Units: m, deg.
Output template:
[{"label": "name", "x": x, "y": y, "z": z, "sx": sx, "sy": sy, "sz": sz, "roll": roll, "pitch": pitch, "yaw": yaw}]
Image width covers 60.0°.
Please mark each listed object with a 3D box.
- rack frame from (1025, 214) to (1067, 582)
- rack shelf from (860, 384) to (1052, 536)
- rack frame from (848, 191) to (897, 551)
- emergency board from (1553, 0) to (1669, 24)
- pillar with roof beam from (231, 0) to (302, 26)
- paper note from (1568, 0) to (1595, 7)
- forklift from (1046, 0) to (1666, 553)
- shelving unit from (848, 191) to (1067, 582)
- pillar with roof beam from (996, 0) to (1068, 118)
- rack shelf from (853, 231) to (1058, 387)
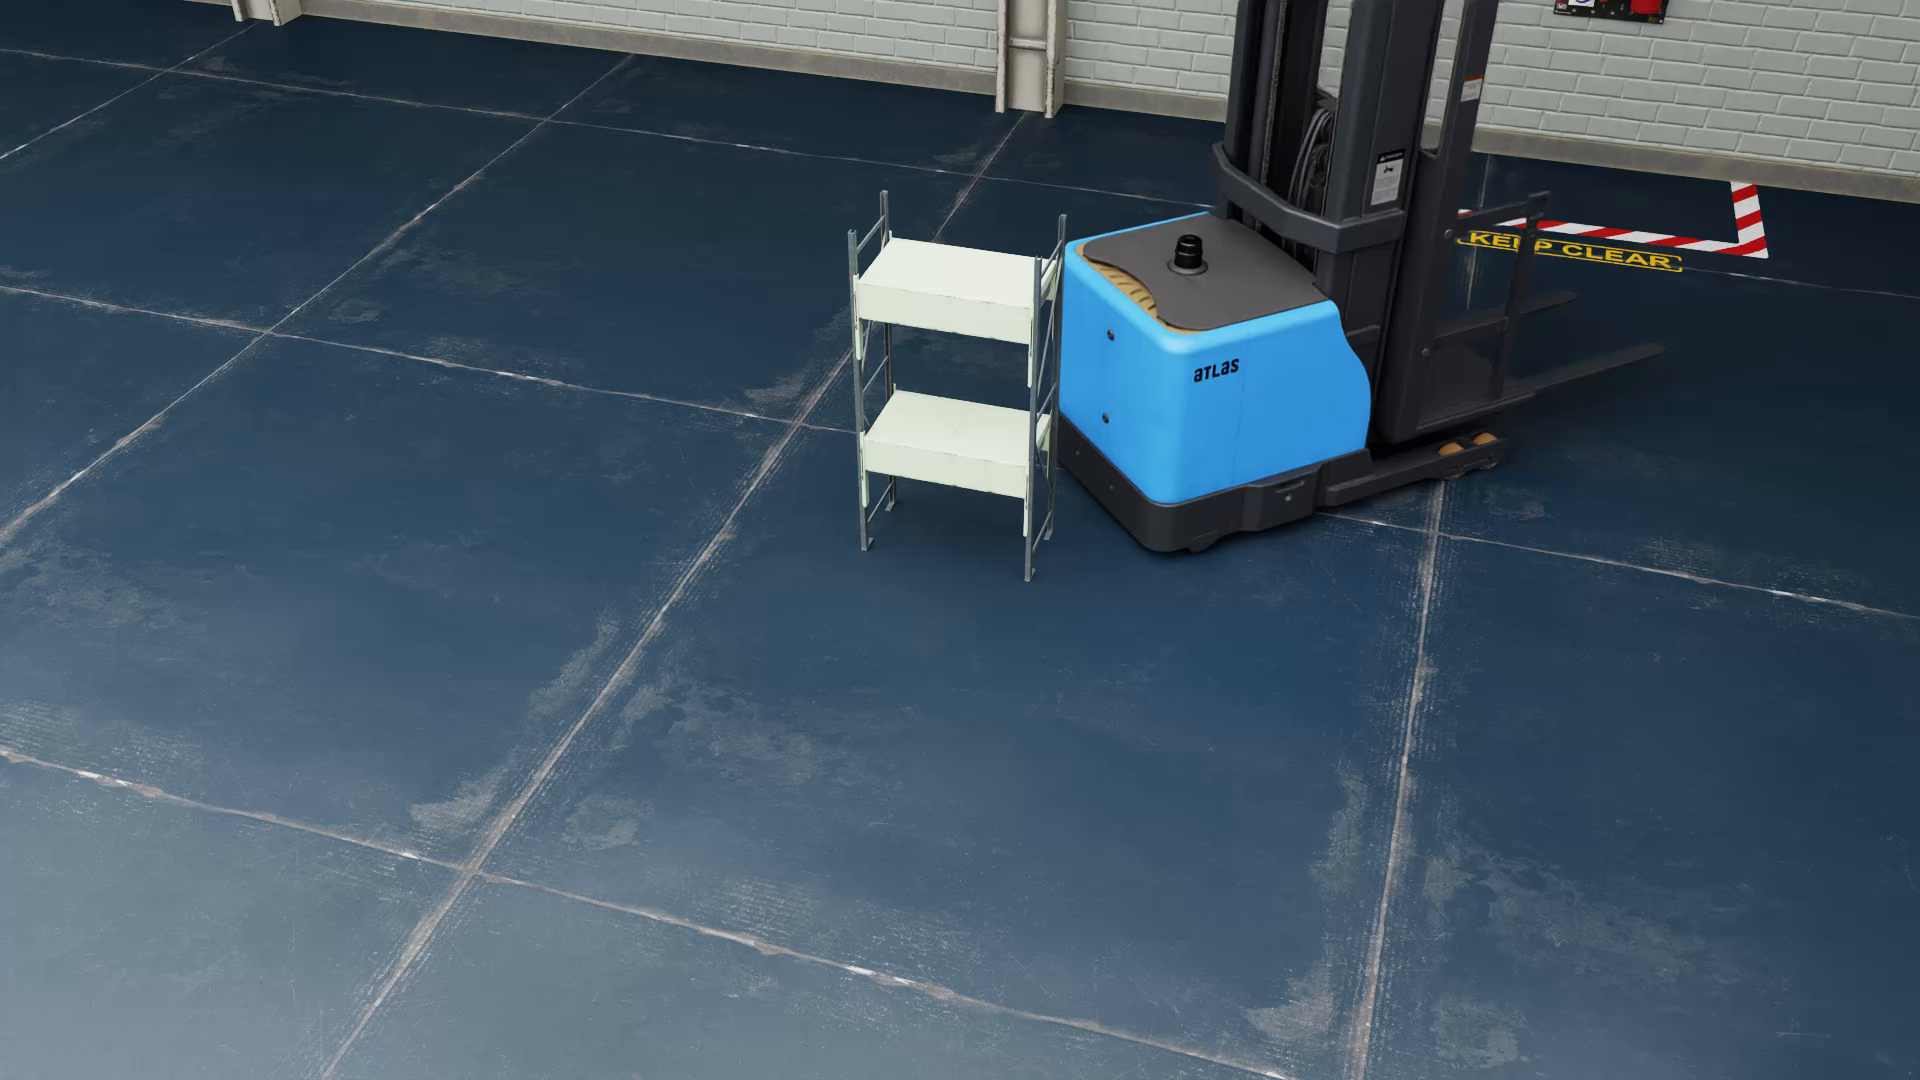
[{"label": "rack frame", "x": 0.343, "y": -0.541, "z": 6.719, "sx": 0.023, "sy": 1.500, "sz": 0.400, "roll": 10, "pitch": 38, "yaw": 14}, {"label": "rack shelf", "x": -0.006, "y": -0.343, "z": 7.000, "sx": 0.720, "sy": 0.370, "sz": 0.431, "roll": 10, "pitch": 38, "yaw": 14}, {"label": "rack frame", "x": -0.356, "y": -0.670, "z": 6.895, "sx": 0.023, "sy": 1.500, "sz": 0.400, "roll": 10, "pitch": 38, "yaw": 14}, {"label": "emergency board", "x": 3.852, "y": -3.533, "z": 9.520, "sx": 0.643, "sy": 1.169, "sz": 0.194, "roll": 10, "pitch": 38, "yaw": 14}, {"label": "pillar with roof beam", "x": -6.538, "y": -5.176, "z": 6.692, "sx": 0.400, "sy": 9.000, "sz": 9.100, "roll": 10, "pitch": 38, "yaw": 14}, {"label": "paper note", "x": 3.704, "y": -3.249, "z": 9.877, "sx": 0.142, "sy": 0.148, "sz": 0.016, "roll": 10, "pitch": 38, "yaw": 14}, {"label": "forklift", "x": 1.953, "y": -1.721, "z": 7.116, "sx": 3.031, "sy": 2.935, "sz": 1.130, "roll": -16, "pitch": 39, "yaw": -21}, {"label": "shelving unit", "x": -0.006, "y": -0.605, "z": 6.807, "sx": 0.755, "sy": 1.500, "sz": 0.431, "roll": 10, "pitch": 38, "yaw": 14}, {"label": "pillar with roof beam", "x": -0.811, "y": -4.116, "z": 5.251, "sx": 0.400, "sy": 9.000, "sz": 9.100, "roll": 10, "pitch": 38, "yaw": 14}, {"label": "rack shelf", "x": -0.006, "y": -0.919, "z": 6.576, "sx": 0.720, "sy": 0.370, "sz": 0.431, "roll": 10, "pitch": 38, "yaw": 14}]
